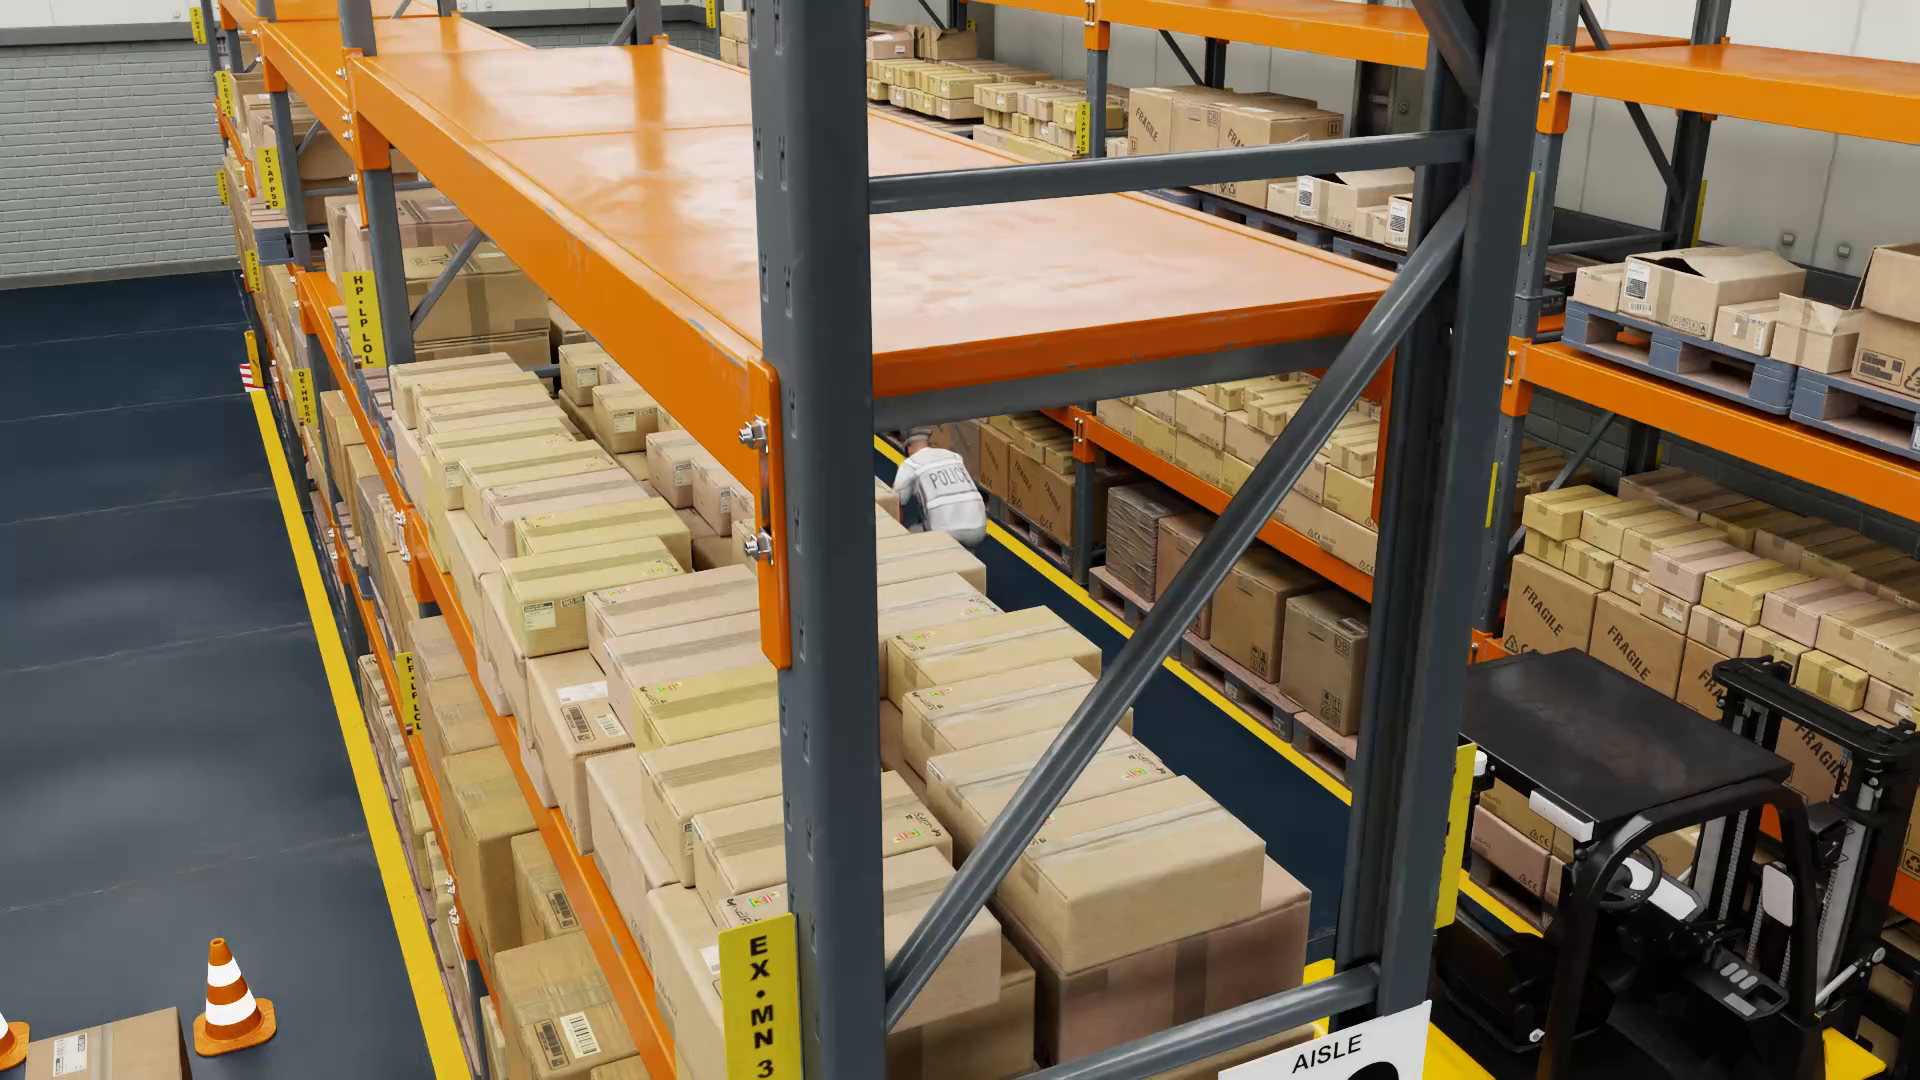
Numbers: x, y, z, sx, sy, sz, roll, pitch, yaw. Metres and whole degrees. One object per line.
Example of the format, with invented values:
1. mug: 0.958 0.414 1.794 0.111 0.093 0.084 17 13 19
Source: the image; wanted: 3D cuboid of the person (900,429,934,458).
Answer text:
1. person: -0.165 -0.186 11.825 0.430 1.171 0.720 -8 24 -20
